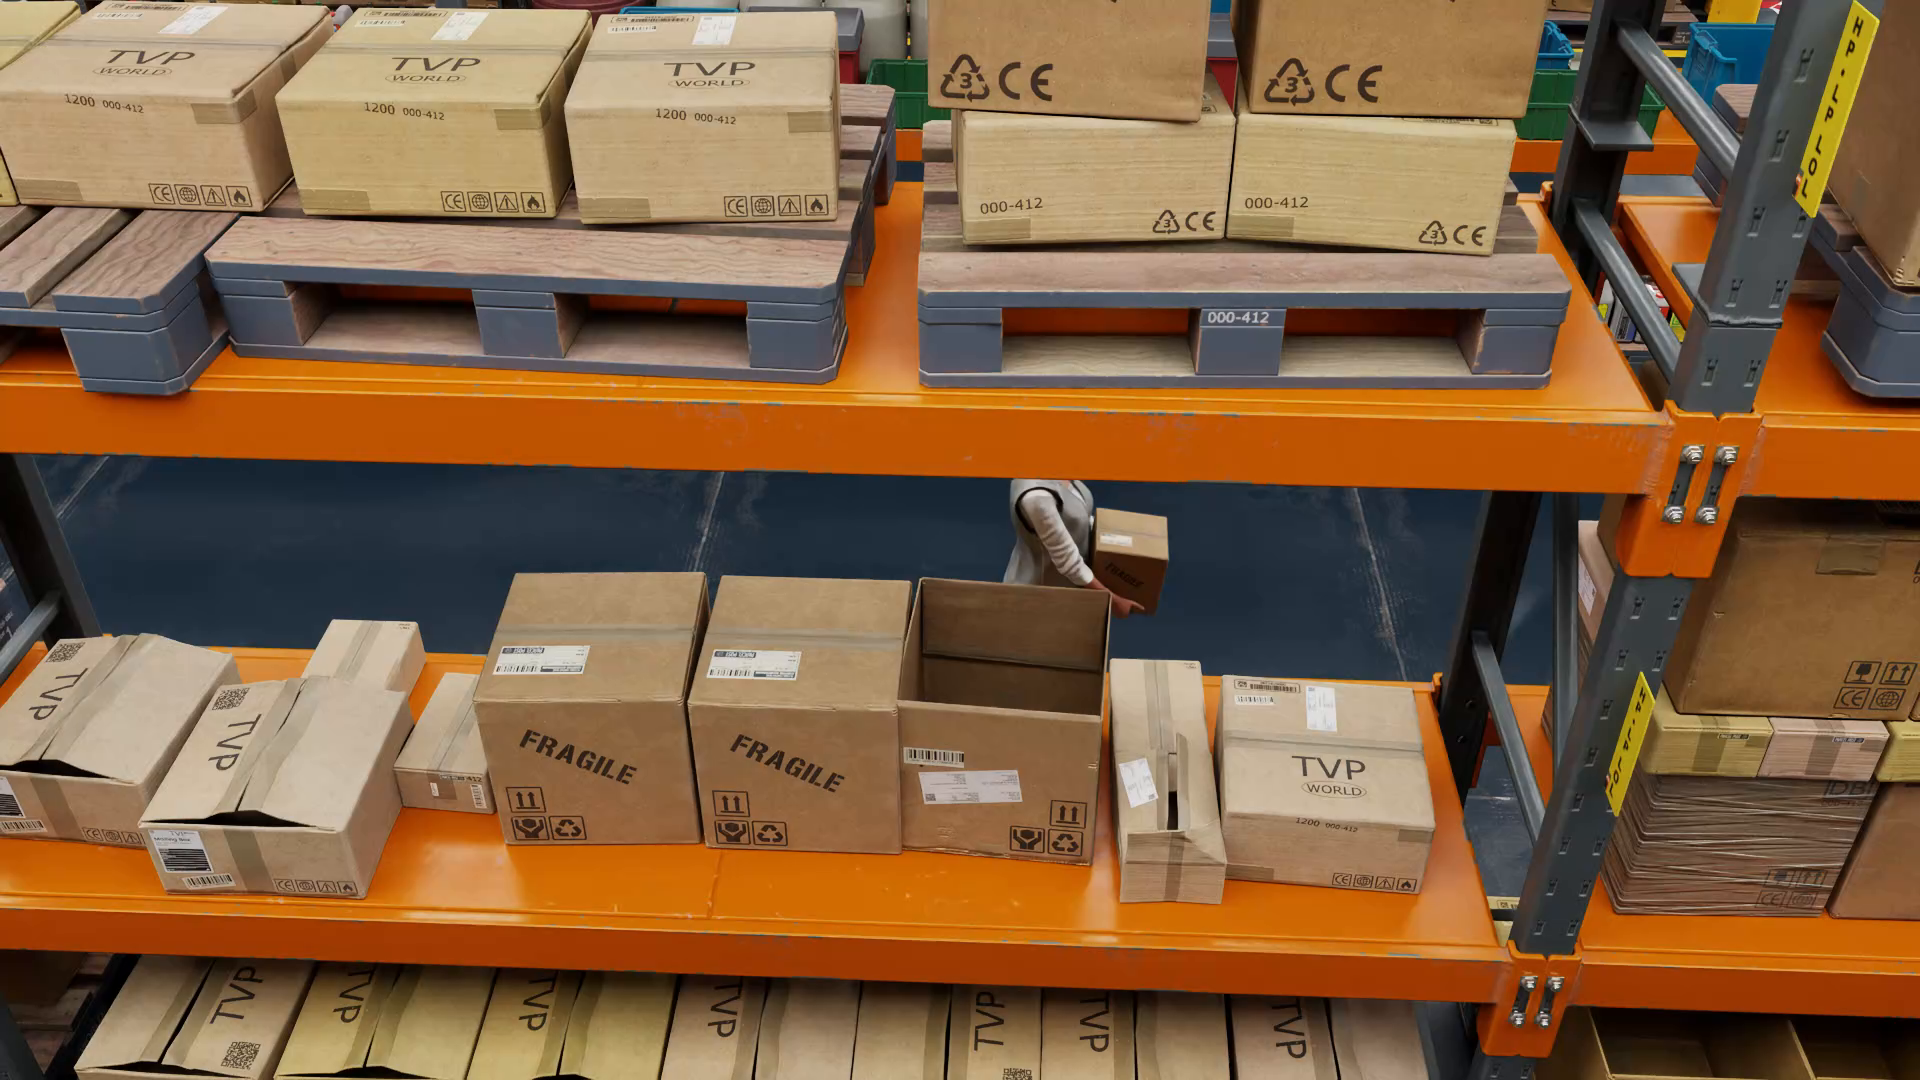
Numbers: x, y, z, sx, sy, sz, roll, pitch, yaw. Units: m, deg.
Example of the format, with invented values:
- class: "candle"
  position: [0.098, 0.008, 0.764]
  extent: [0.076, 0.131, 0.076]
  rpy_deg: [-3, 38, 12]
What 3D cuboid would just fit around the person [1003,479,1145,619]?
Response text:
- class: "person"
  position: [0.398, 0.204, 5.882]
  extent: [0.494, 1.594, 0.404]
  rpy_deg: [3, 36, 4]
